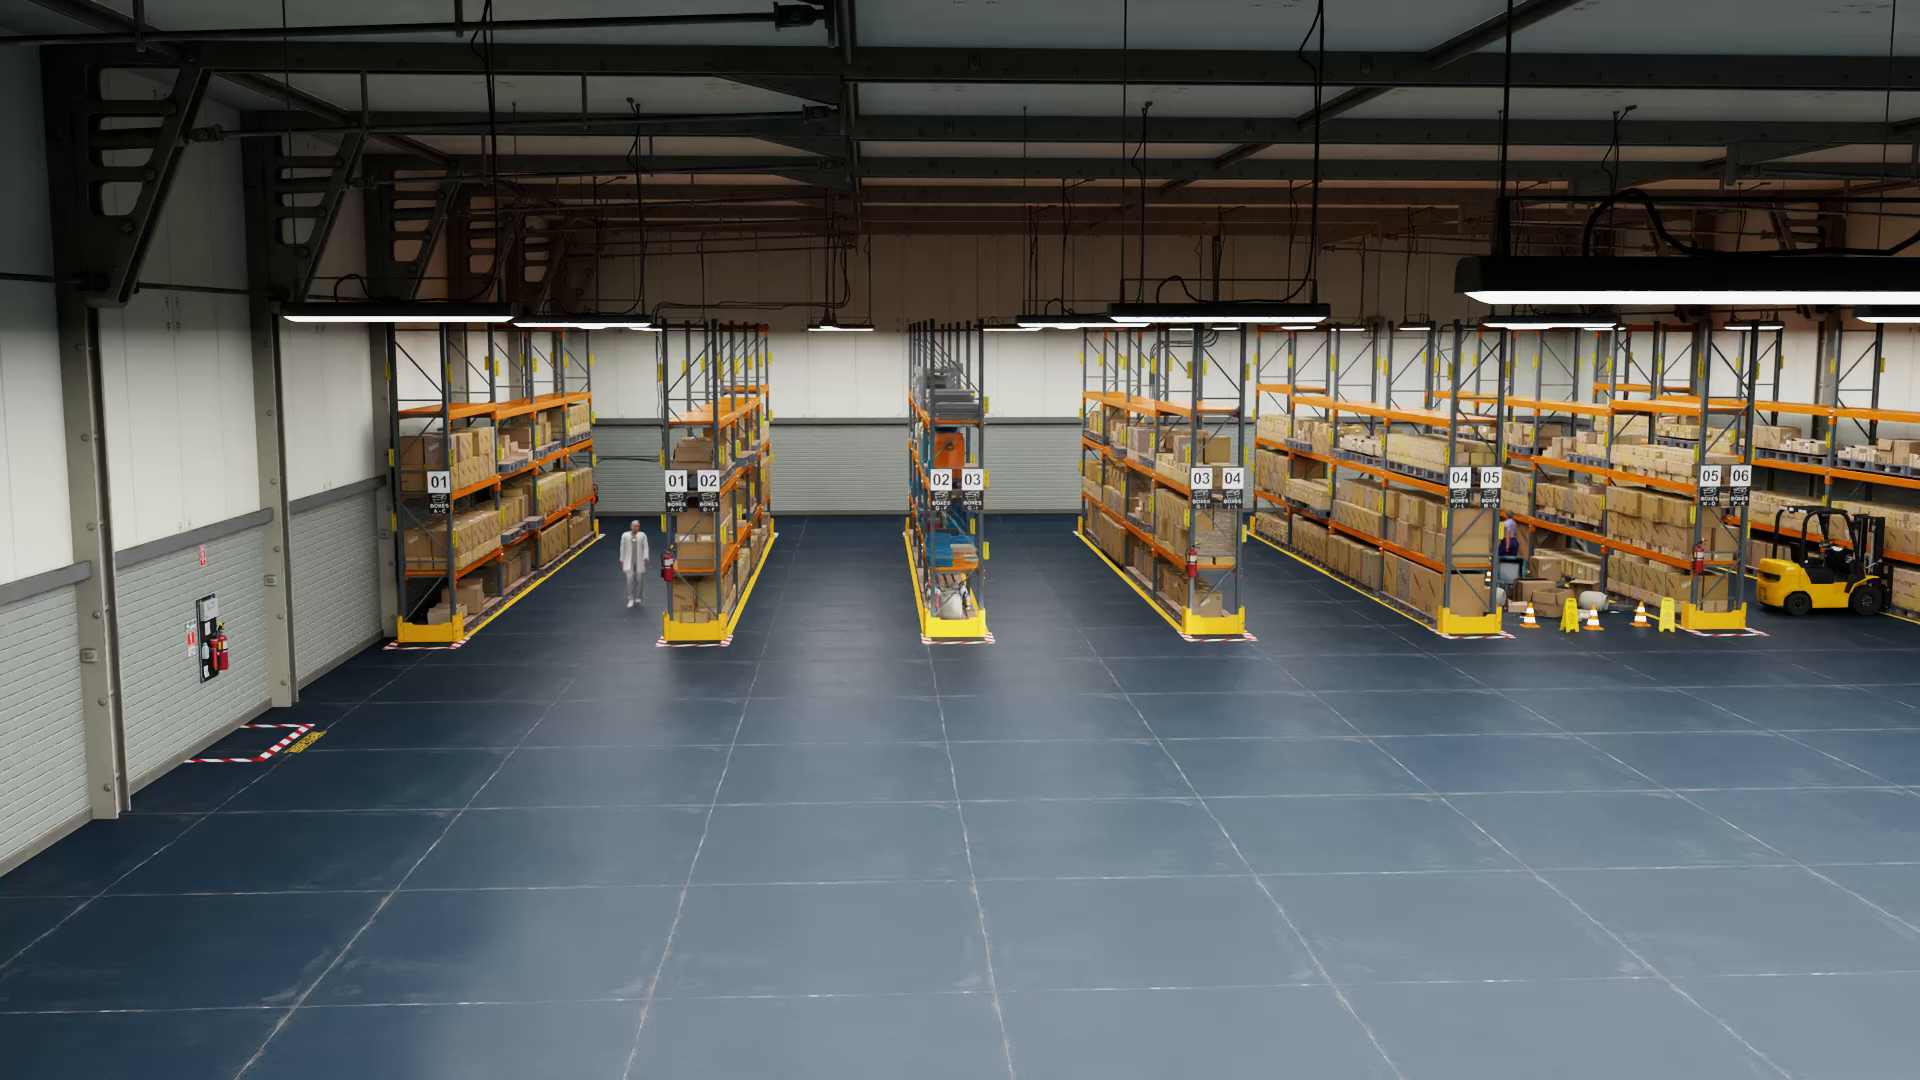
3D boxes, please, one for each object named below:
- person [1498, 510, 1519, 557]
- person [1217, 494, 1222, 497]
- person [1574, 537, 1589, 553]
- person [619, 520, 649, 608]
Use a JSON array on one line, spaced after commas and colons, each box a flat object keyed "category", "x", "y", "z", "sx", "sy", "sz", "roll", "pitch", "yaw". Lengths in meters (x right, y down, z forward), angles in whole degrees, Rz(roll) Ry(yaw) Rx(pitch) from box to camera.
[{"category": "person", "x": 12.788, "y": 0.144, "z": 38.661, "sx": 0.483, "sy": 1.660, "sz": 0.514, "roll": -3, "pitch": 8, "yaw": -24}, {"category": "person", "x": 7.706, "y": -1.150, "z": 48.539, "sx": 0.656, "sy": 1.734, "sz": 1.026, "roll": 5, "pitch": 8, "yaw": 34}, {"category": "person", "x": 15.965, "y": -0.333, "z": 42.514, "sx": 0.553, "sy": 1.646, "sz": 0.569, "roll": -4, "pitch": 8, "yaw": -27}, {"category": "person", "x": -6.898, "y": 0.500, "z": 35.318, "sx": 0.609, "sy": 1.804, "sz": 0.731, "roll": -2, "pitch": 7, "yaw": -17}]
